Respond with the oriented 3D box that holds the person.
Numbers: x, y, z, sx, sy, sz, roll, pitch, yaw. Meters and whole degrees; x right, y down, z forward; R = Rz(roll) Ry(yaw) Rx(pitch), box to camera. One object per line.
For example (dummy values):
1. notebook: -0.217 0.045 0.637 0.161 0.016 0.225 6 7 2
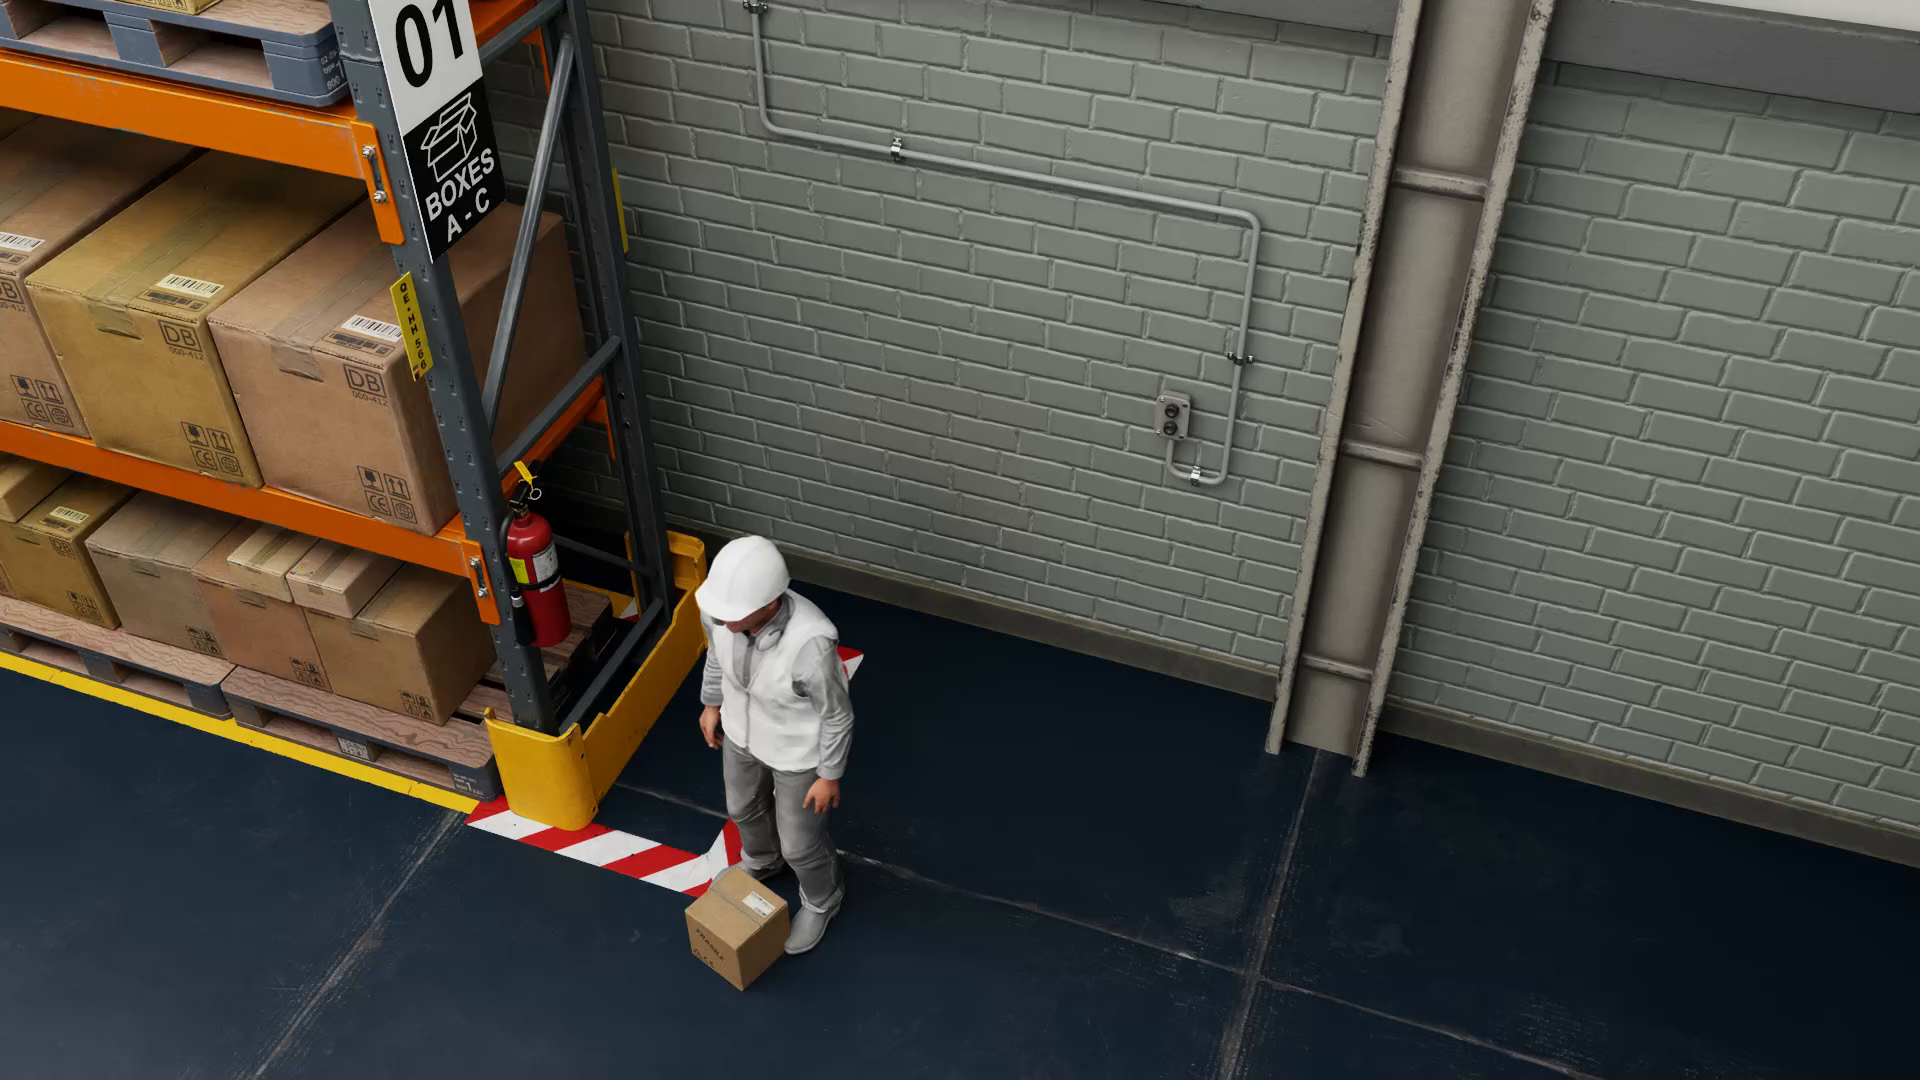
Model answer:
1. person: -0.596 0.644 5.403 0.589 1.772 0.461 28 48 28
